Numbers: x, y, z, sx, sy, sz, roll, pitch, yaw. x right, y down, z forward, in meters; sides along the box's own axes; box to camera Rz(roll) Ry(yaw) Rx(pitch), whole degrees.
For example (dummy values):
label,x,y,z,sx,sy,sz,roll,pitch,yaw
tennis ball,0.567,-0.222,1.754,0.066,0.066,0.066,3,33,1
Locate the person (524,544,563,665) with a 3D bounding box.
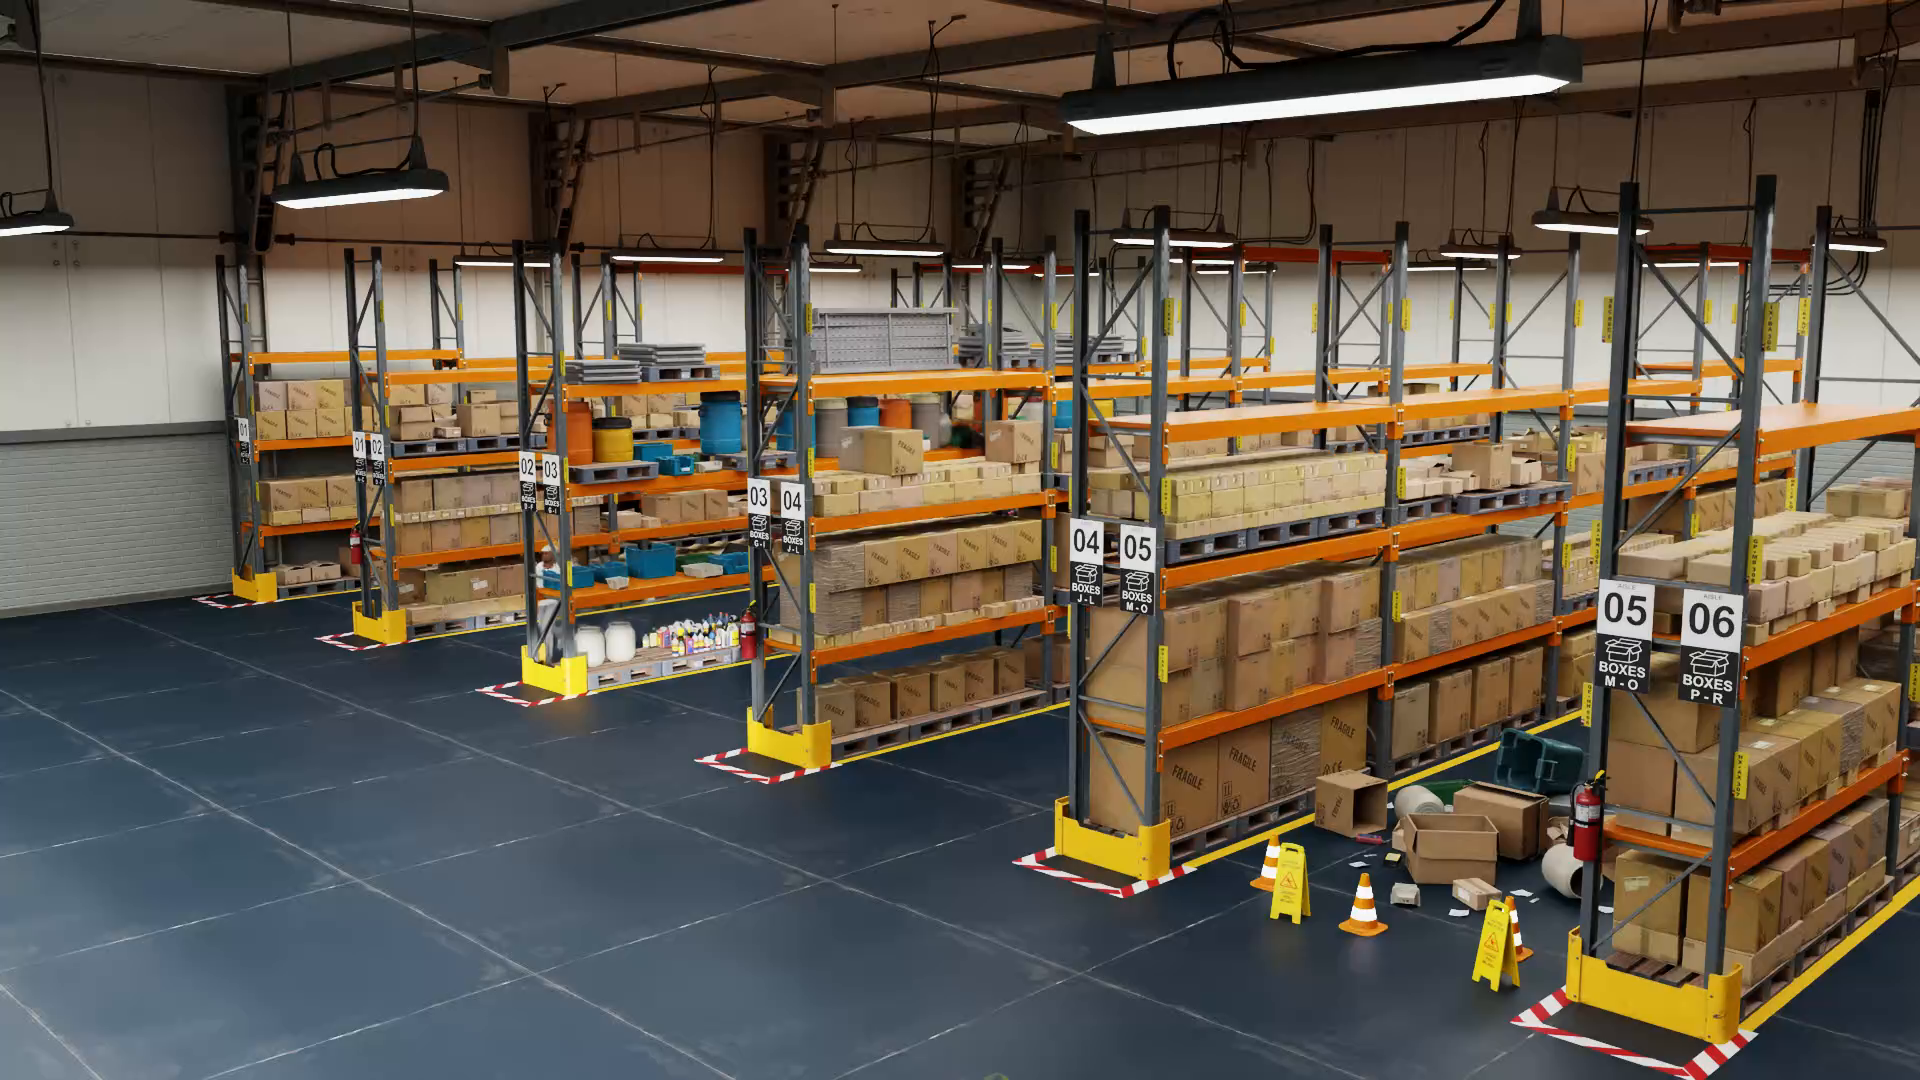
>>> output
label,x,y,z,sx,sy,sz,roll,pitch,yaw
person,-5.904,0.915,24.092,0.698,1.743,0.778,4,9,25
